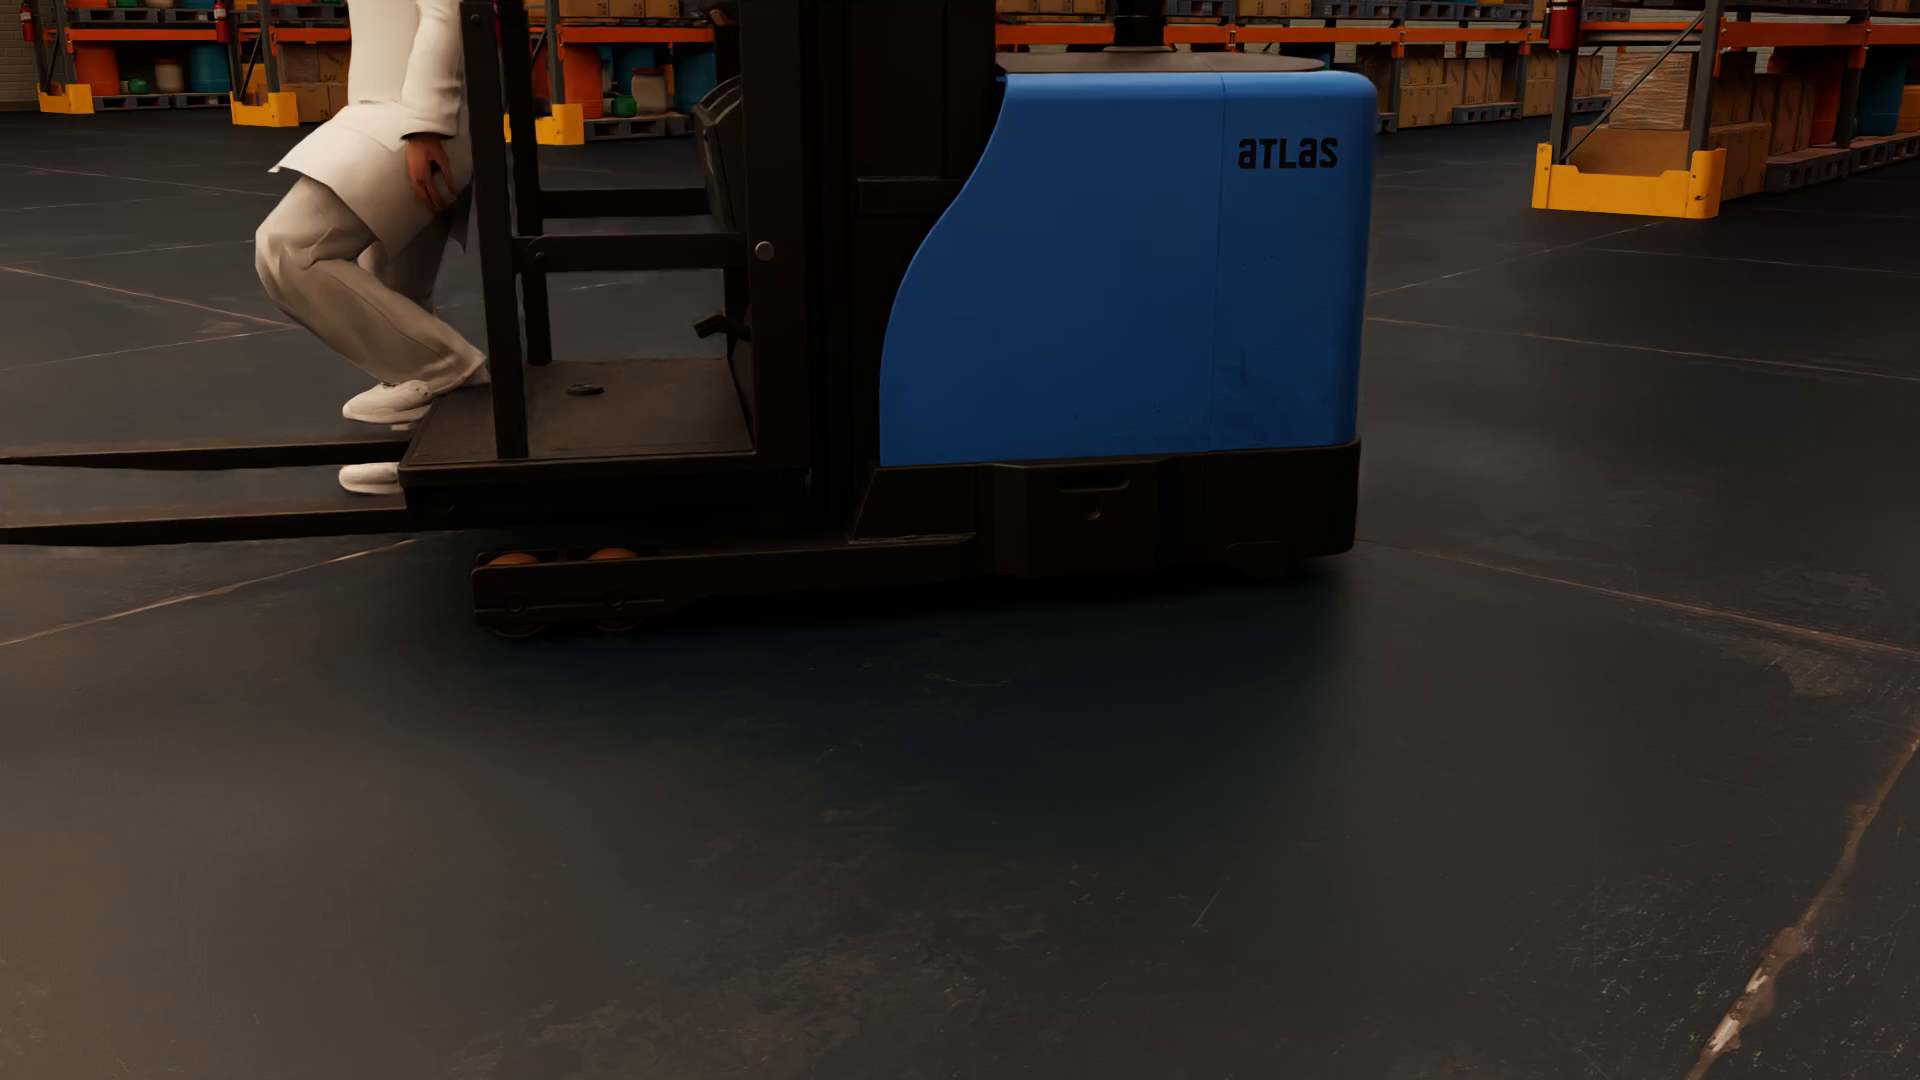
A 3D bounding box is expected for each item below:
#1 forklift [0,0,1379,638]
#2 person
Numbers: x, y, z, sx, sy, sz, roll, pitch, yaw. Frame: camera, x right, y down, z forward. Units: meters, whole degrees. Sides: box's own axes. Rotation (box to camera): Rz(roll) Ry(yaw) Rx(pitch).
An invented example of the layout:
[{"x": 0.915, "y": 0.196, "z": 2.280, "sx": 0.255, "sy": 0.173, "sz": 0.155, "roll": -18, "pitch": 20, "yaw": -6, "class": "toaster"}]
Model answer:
[{"x": -0.698, "y": -1.374, "z": 3.421, "sx": 3.031, "sy": 2.935, "sz": 1.130, "roll": -3, "pitch": 17, "yaw": -10, "class": "forklift"}, {"x": -1.374, "y": -0.908, "z": 3.889, "sx": 0.534, "sy": 1.771, "sz": 0.791, "roll": -6, "pitch": 18, "yaw": -18, "class": "person"}]
